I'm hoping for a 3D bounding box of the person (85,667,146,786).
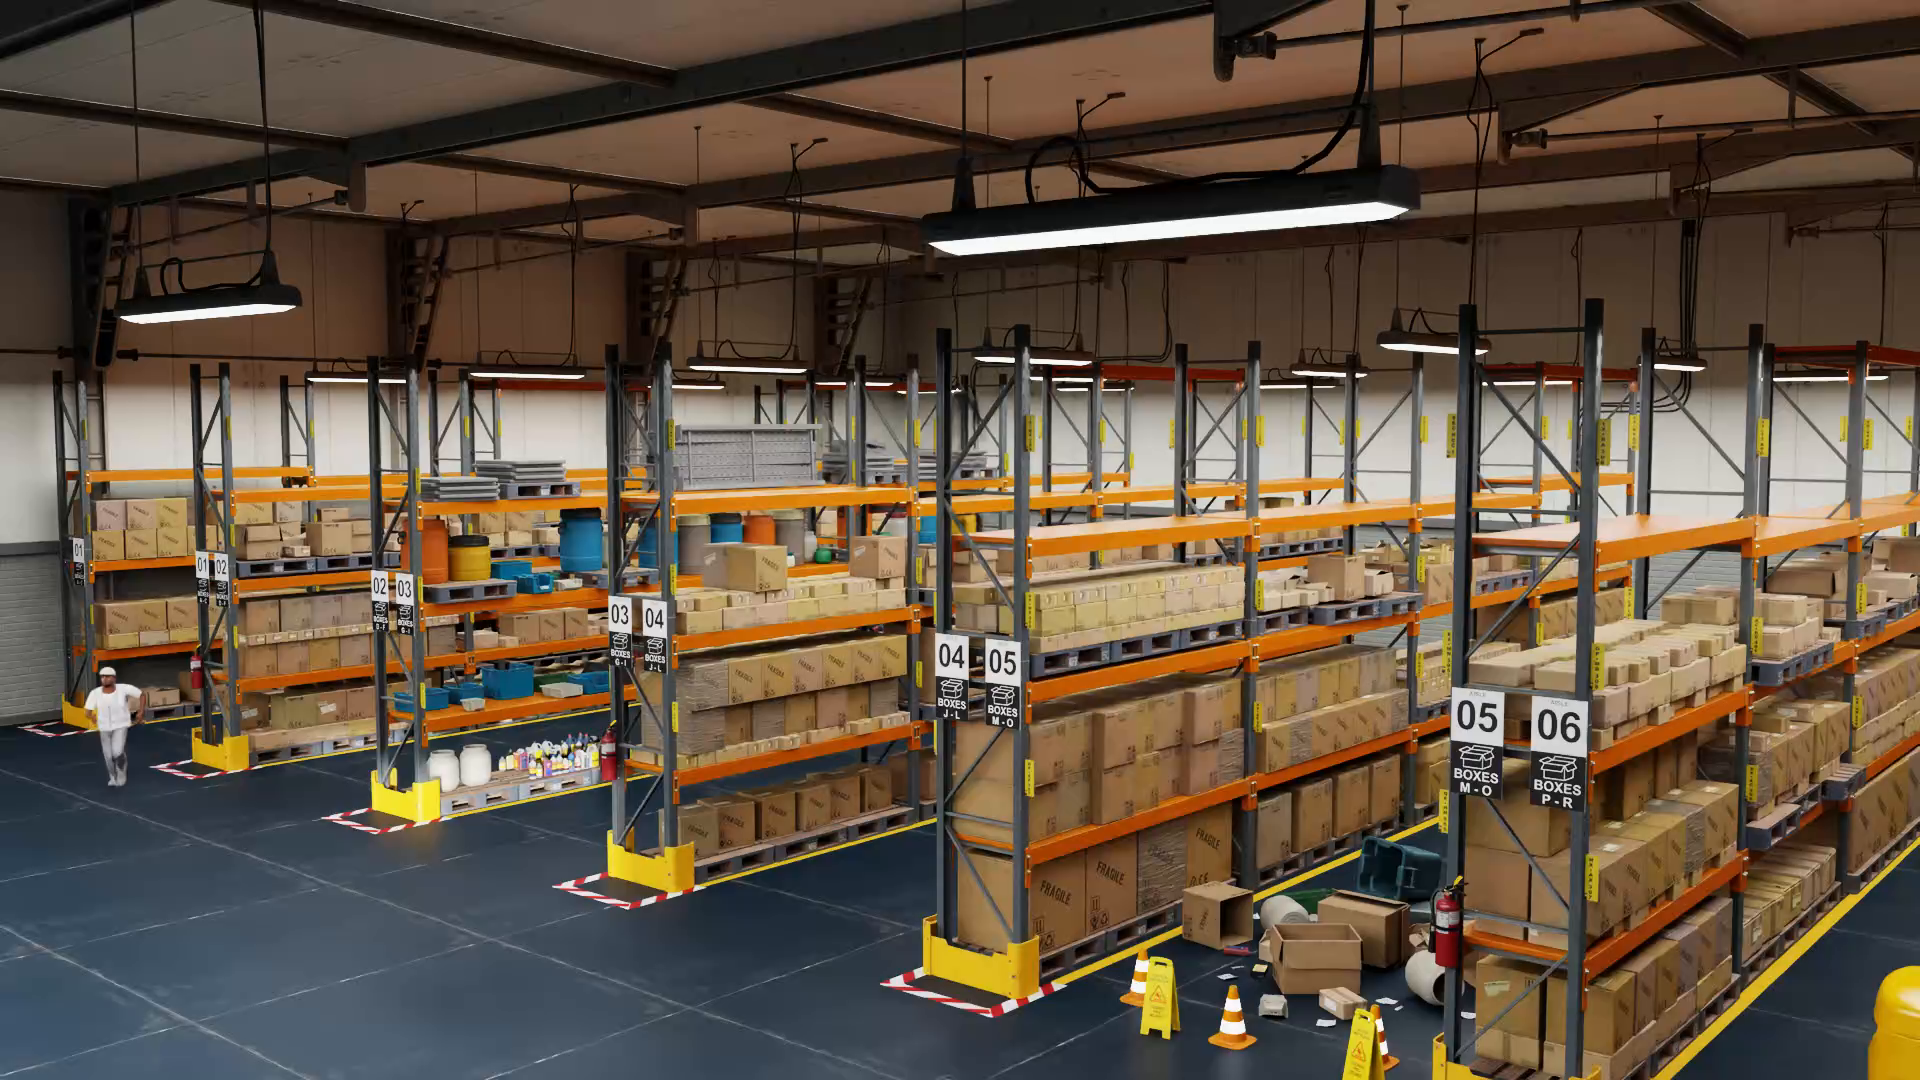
[{"bbox_3d":[-11.773,2.614,23.154,0.721,1.716,0.806,-1,4,-11],"label":"person"}]

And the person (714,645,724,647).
[{"bbox_3d":[-3.972,2.299,27.762,0.562,1.678,0.948,2,5,31],"label":"person"}]
